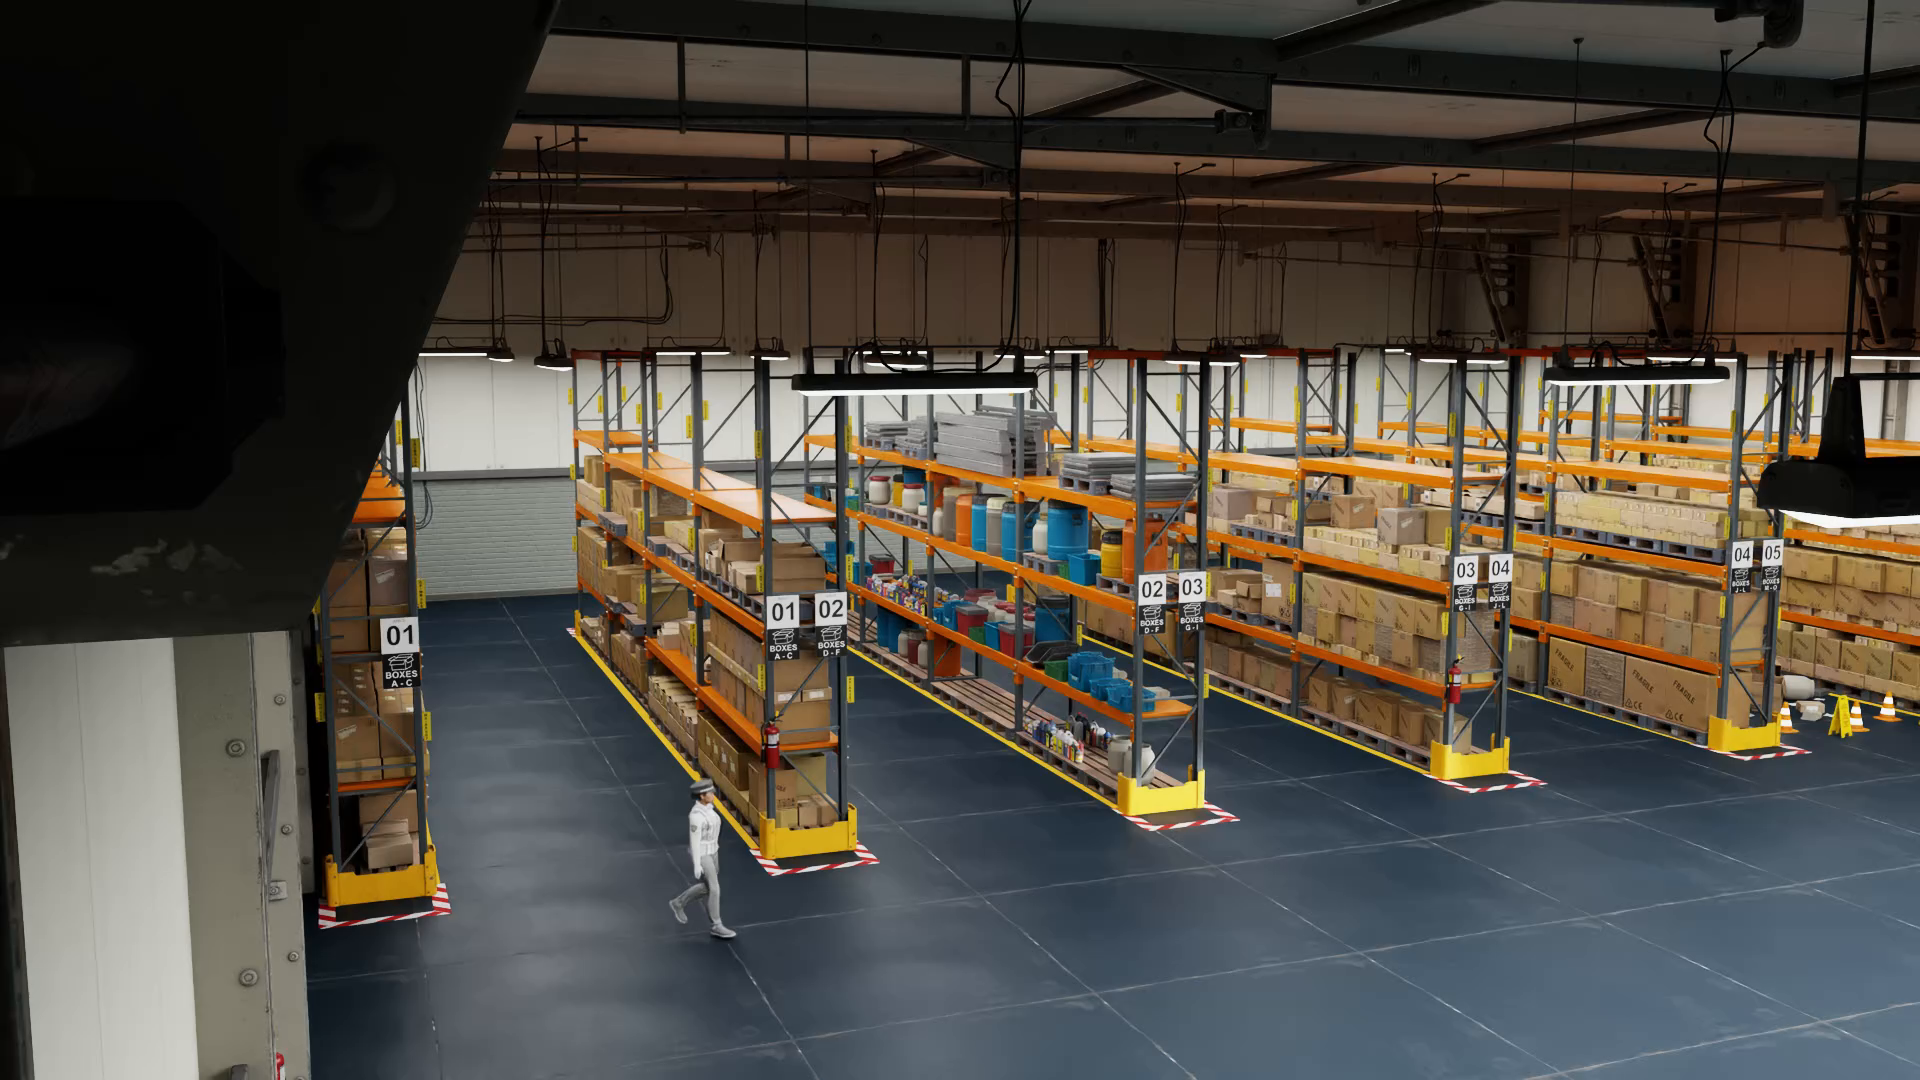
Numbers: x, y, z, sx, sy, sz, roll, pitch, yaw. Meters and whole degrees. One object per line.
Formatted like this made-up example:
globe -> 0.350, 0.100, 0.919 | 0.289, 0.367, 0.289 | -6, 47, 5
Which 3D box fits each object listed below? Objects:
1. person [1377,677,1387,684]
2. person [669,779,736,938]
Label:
person -> 7.695, 1.762, 30.234 | 0.493, 1.604, 0.911 | -1, 7, -4
person -> -2.706, 3.323, 17.552 | 0.759, 1.654, 0.529 | 1, 7, 11
